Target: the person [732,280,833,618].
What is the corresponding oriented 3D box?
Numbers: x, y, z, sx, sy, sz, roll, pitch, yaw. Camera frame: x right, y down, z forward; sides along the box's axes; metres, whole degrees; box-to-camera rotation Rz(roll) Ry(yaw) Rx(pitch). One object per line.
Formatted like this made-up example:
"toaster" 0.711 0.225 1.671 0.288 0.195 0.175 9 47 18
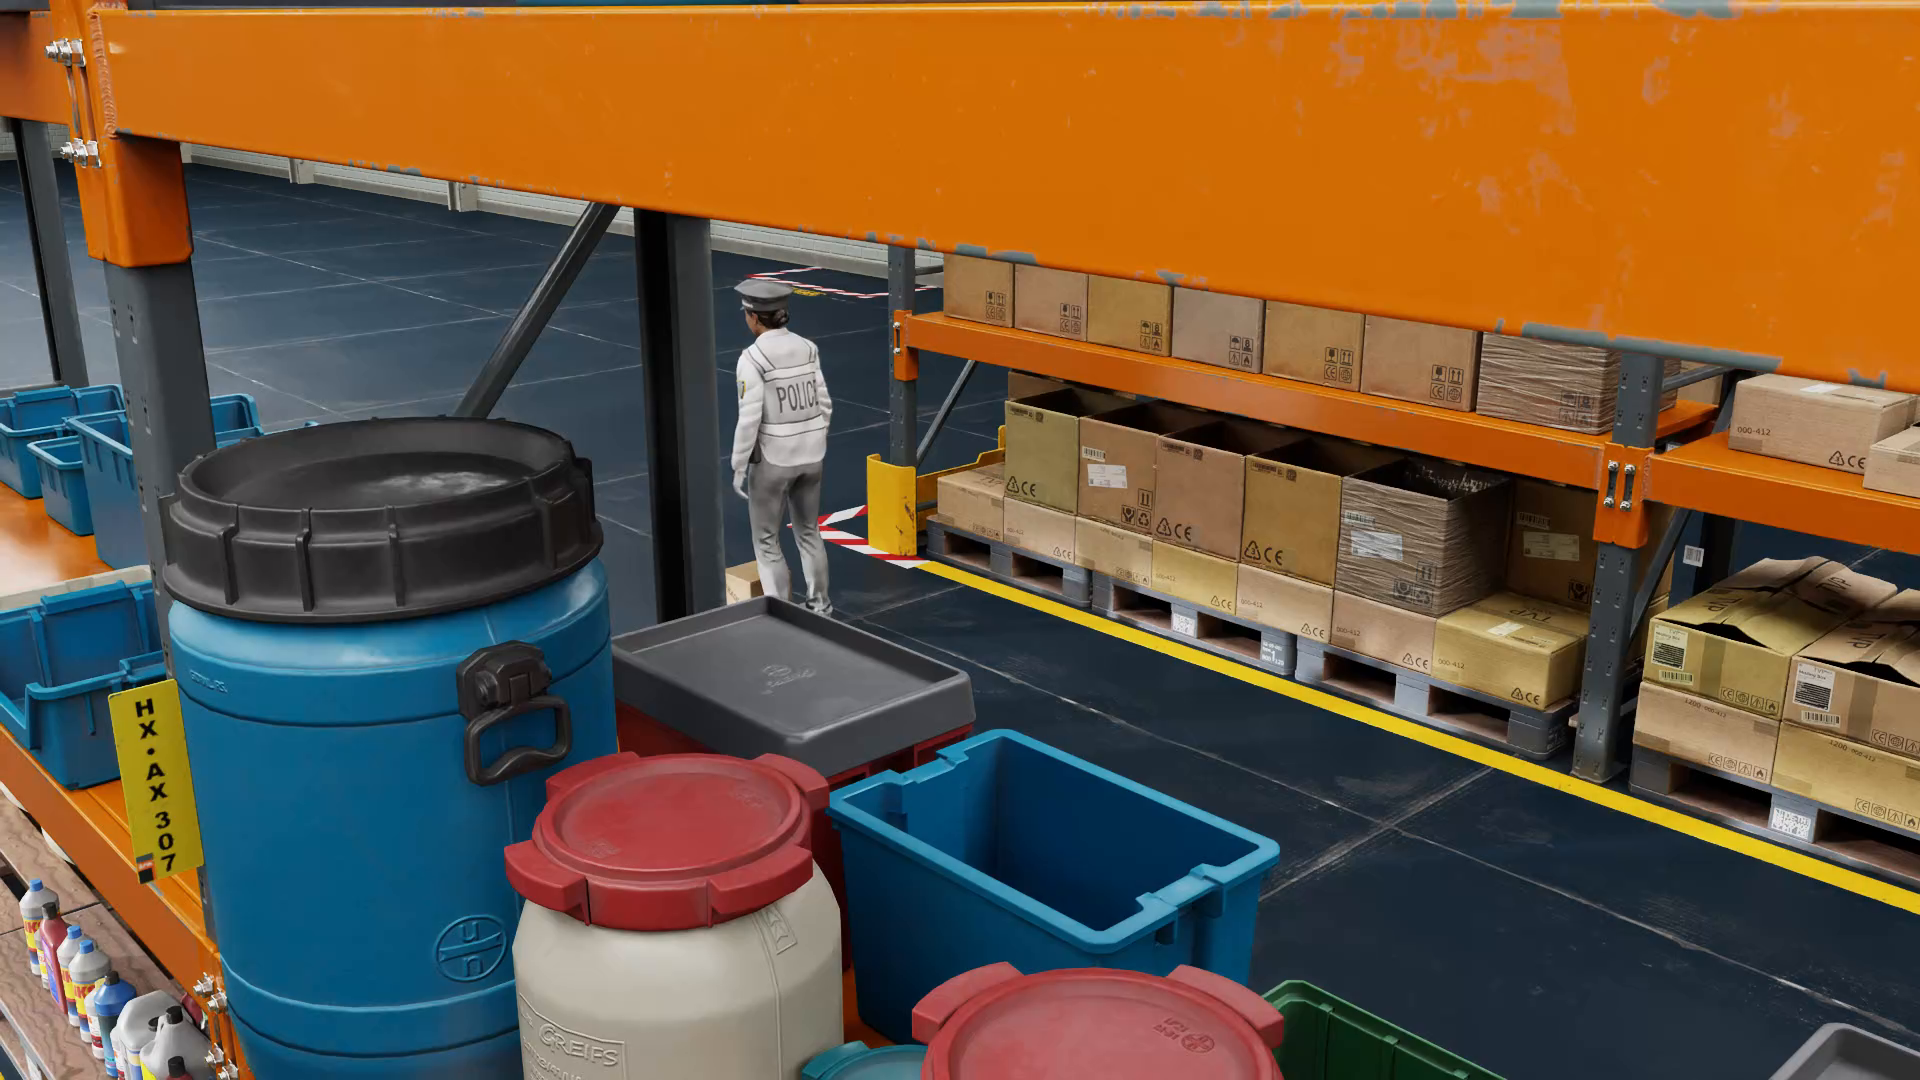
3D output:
"person" -0.824 -0.356 7.677 0.537 1.662 0.378 -16 24 -42
